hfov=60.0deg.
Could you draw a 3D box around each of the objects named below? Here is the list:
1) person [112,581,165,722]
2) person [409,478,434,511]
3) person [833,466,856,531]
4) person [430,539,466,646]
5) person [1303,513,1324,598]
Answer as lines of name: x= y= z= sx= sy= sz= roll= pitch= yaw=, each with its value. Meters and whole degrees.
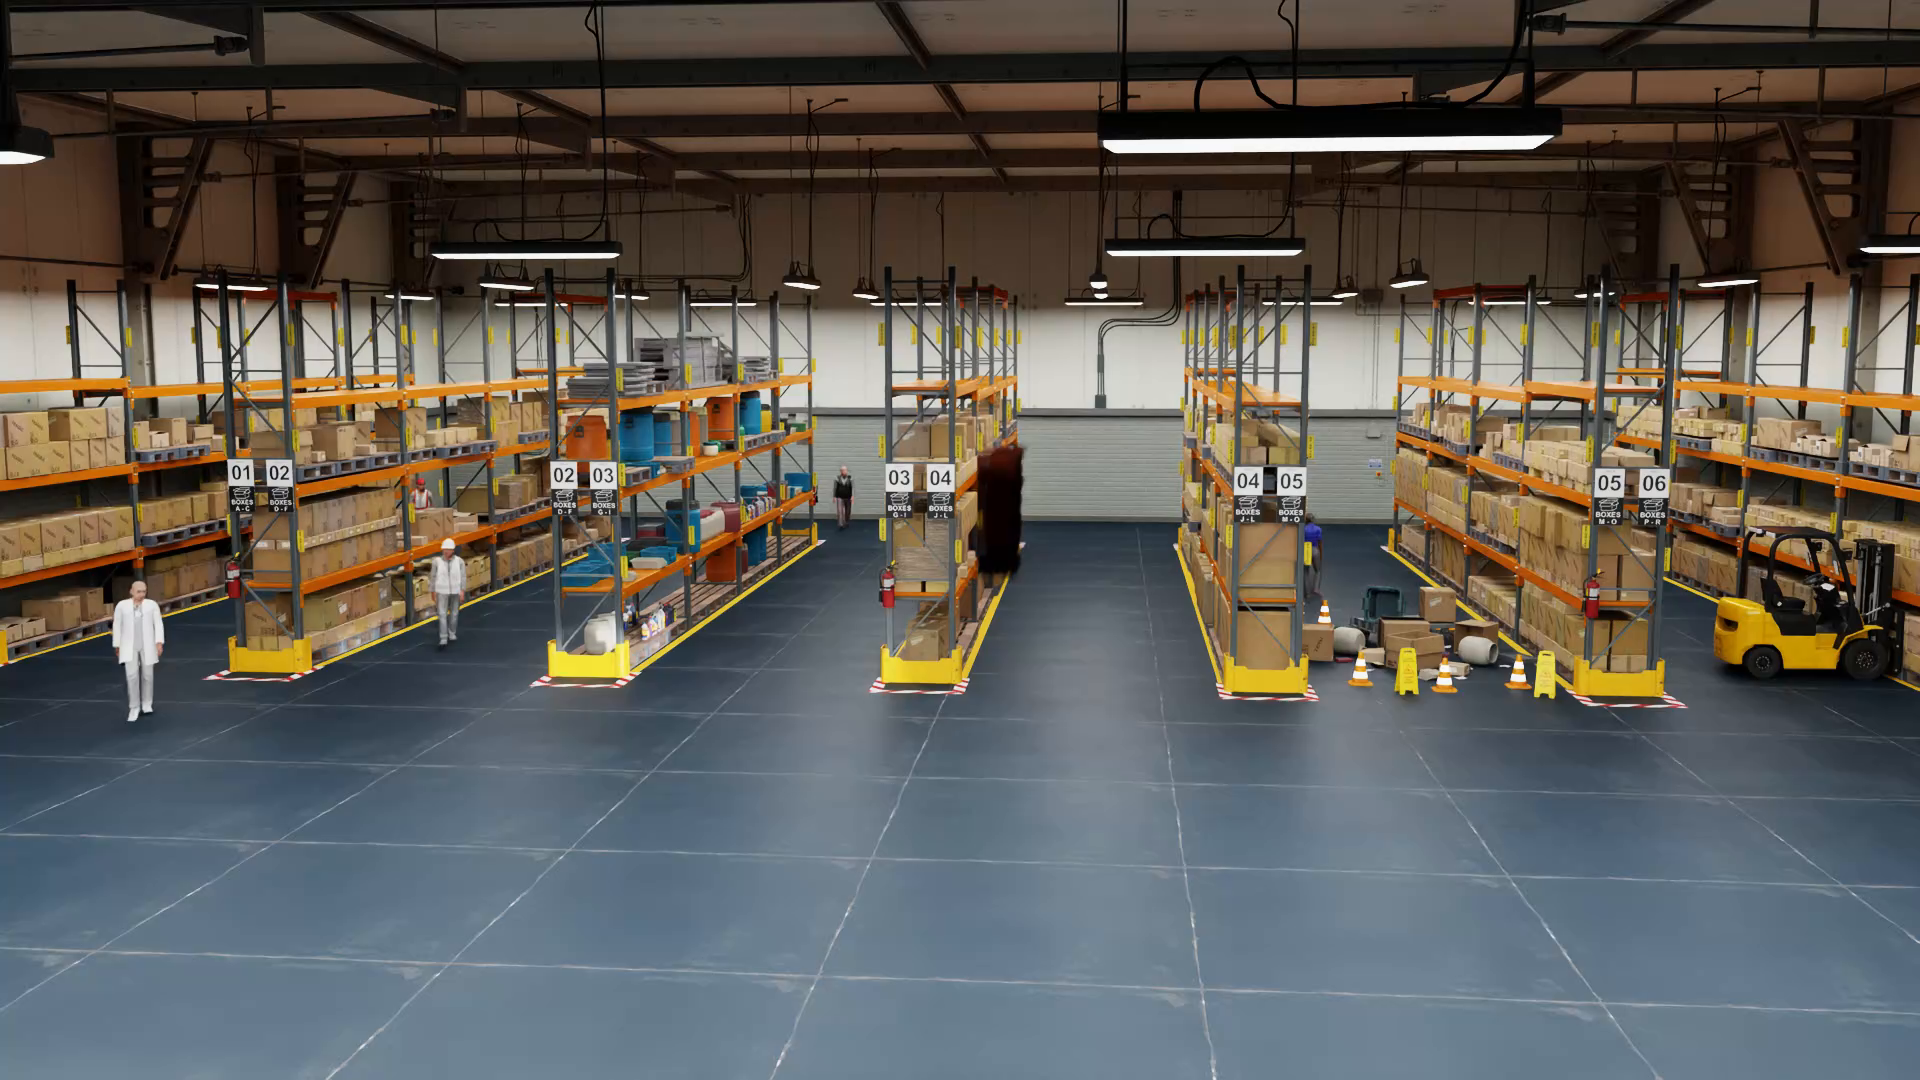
person: x=-10.894 y=1.462 z=22.086 sx=0.612 sy=1.818 sz=0.699 roll=-4 pitch=8 yaw=-32
person: x=-12.506 y=-0.563 z=38.526 sx=0.518 sy=1.729 sz=1.055 roll=0 pitch=7 yaw=0
person: x=-2.996 y=-1.082 z=43.170 sx=0.577 sy=1.654 sz=1.084 roll=-1 pitch=7 yaw=-10
person: x=-8.317 y=0.838 z=27.087 sx=0.556 sy=1.712 sz=1.053 roll=-3 pitch=8 yaw=-26
person: x=6.763 y=0.301 z=32.052 sx=0.498 sy=1.655 sz=0.503 roll=0 pitch=7 yaw=3
